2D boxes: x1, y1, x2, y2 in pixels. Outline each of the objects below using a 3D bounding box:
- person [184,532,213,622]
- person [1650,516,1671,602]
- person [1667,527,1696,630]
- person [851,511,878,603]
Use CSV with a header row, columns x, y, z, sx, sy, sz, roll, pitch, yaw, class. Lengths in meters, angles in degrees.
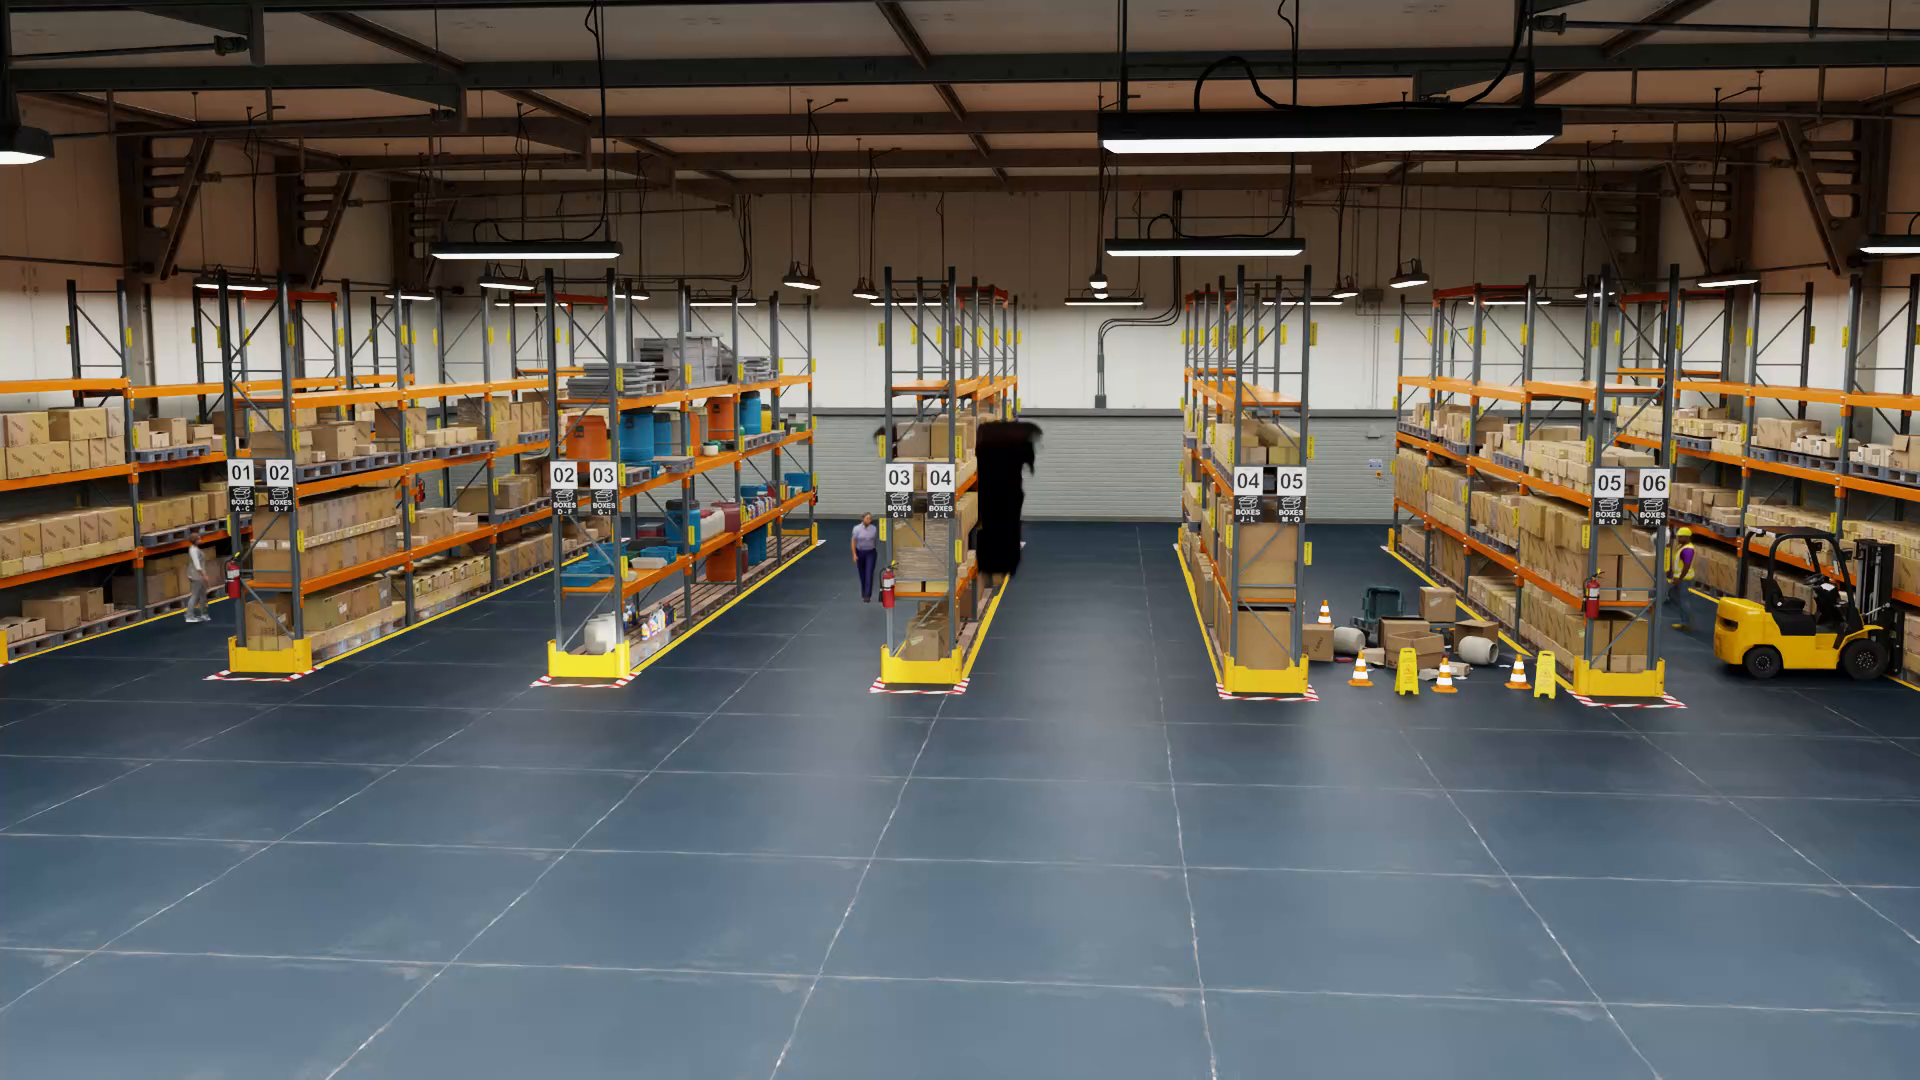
x,y,z,sx,sy,sz,roll,pitch,yaw,class
-13.407,0.679,29.266,0.475,1.646,0.582,6,9,41,person
13.337,0.341,31.624,0.410,1.693,0.478,4,8,28,person
12.382,0.651,28.548,0.479,1.762,0.618,5,9,37,person
-1.708,0.285,29.870,0.455,1.613,0.904,1,7,10,person
